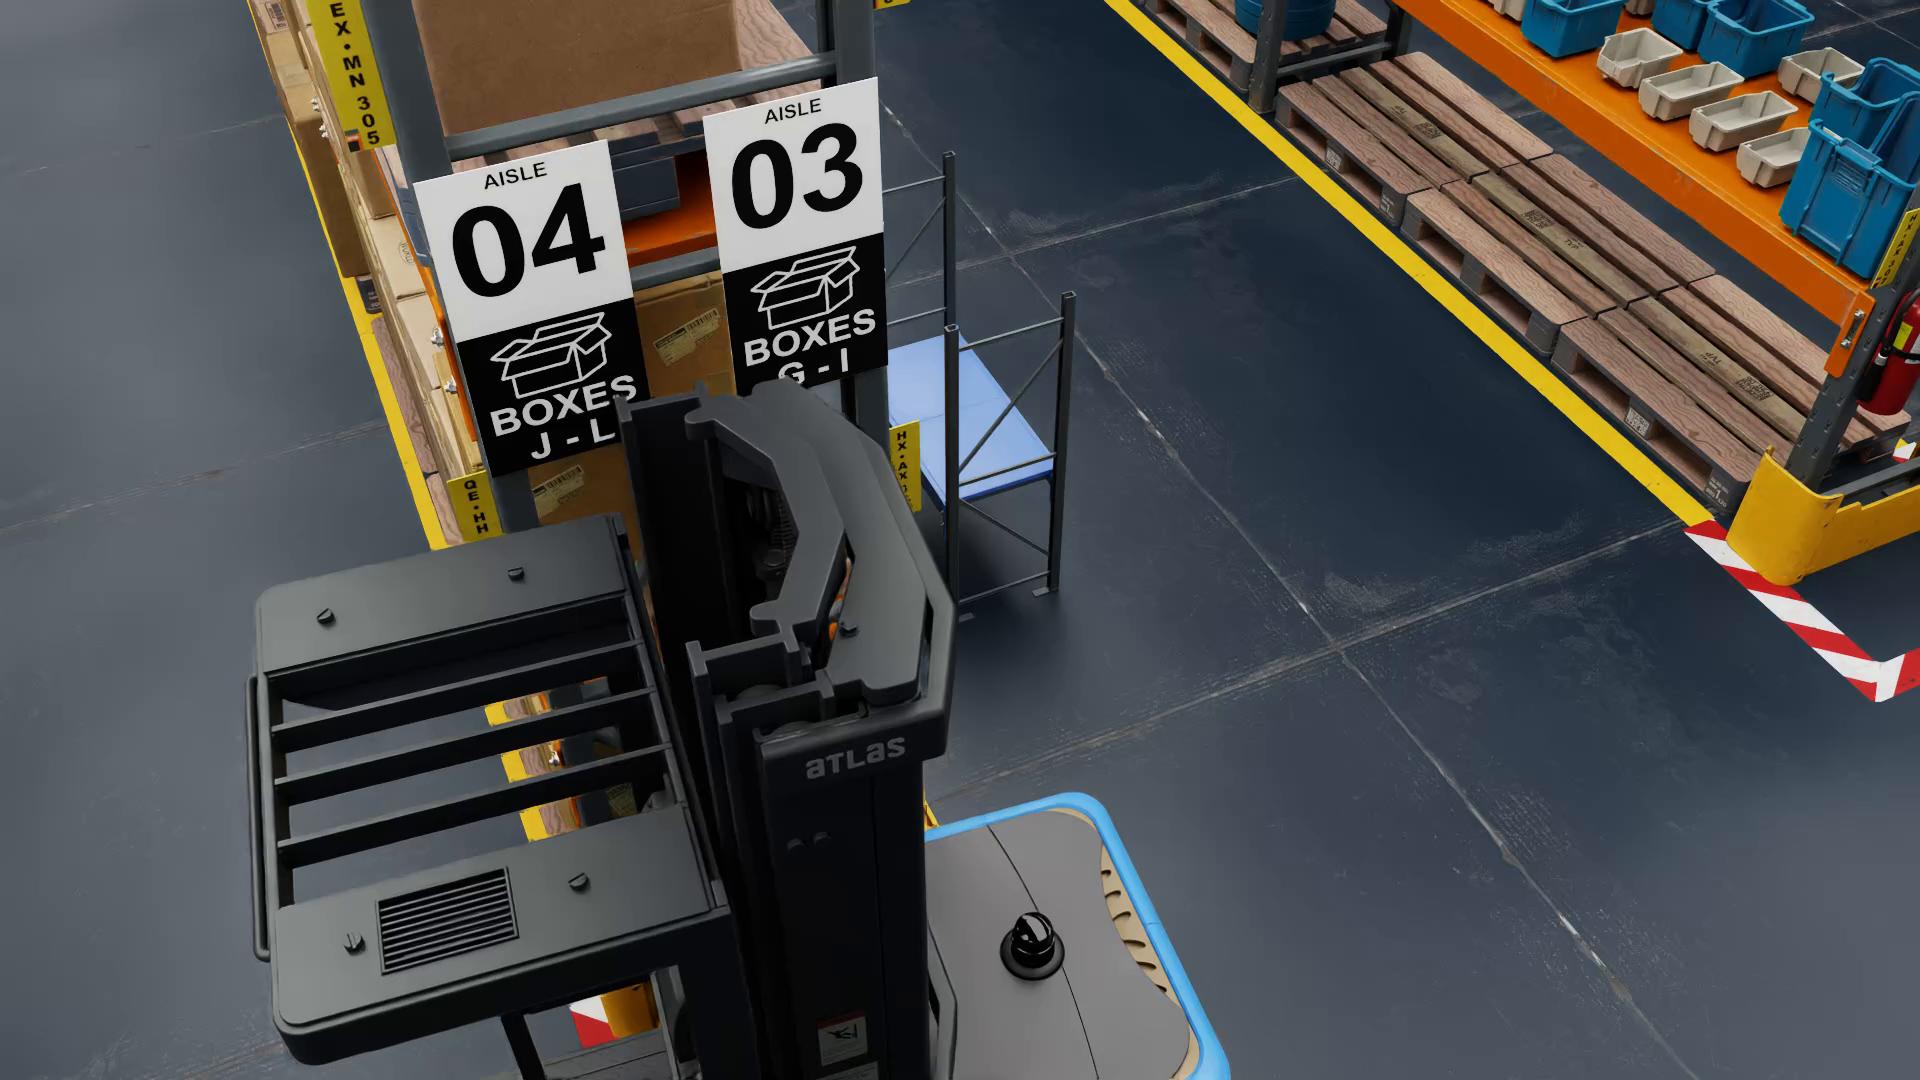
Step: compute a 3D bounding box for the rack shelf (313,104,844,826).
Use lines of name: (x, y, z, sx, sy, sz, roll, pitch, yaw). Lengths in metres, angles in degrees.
rack shelf: (-1.501, -0.709, 6.214, 1.077, 0.370, 4.000, -18, 47, -17)

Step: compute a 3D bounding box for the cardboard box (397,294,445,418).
cardboard box: (-1.531, -0.621, 5.507, 0.500, 0.250, 0.500, -20, 48, -19)

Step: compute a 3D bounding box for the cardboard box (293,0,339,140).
cardboard box: (-2.172, -1.862, 6.231, 0.500, 0.500, 0.500, -18, 47, -17)

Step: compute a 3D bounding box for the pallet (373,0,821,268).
pallet: (-0.981, -1.196, 4.123, 1.003, 0.211, 1.213, -18, 47, -17)

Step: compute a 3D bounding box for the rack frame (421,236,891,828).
rack frame: (-0.660, 0.310, 4.669, 1.000, 3.000, 0.127, -18, 47, -17)

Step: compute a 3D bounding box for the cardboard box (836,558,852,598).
cardboard box: (-0.510, 0.076, 5.085, 0.380, 0.149, 0.250, -18, 47, -17)

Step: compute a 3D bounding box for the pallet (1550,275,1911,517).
pallet: (3.523, -0.697, 7.675, 1.003, 0.211, 1.213, -18, 47, -17)

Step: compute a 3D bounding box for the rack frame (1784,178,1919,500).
rack frame: (3.834, -1.153, 6.152, 1.000, 3.000, 0.127, -18, 47, -17)

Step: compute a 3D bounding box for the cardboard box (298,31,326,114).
cardboard box: (-2.382, -1.915, 6.819, 0.500, 0.250, 0.500, -19, 48, -18)

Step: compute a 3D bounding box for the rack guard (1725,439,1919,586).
rack guard: (3.856, -0.252, 7.018, 1.175, 0.500, 0.348, -18, 47, -17)

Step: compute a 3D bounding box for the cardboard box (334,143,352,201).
cardboard box: (-2.297, -1.528, 6.711, 0.380, 0.149, 0.250, -17, 47, -16)

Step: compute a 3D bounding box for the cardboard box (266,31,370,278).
cardboard box: (-2.629, -2.034, 8.259, 1.225, 0.875, 0.875, -18, 47, -17)

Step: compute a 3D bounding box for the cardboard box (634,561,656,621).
cardboard box: (-1.104, 0.027, 4.851, 0.500, 0.250, 0.500, -19, 48, -18)

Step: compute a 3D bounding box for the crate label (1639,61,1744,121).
crate label: (3.079, -1.906, 7.060, 0.396, 0.136, 0.243, -18, 47, -17)

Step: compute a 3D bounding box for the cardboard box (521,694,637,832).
cardboard box: (-1.001, 0.532, 5.657, 0.875, 0.875, 0.875, -18, 47, -17)

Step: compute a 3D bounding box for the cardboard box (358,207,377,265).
cardboard box: (-2.077, -1.198, 6.376, 0.380, 0.149, 0.250, -19, 48, -18)

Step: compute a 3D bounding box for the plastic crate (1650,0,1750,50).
plastic crate: (3.349, -2.400, 7.492, 0.416, 0.233, 0.300, -18, 47, -17)

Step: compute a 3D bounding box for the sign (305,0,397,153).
sign: (-1.158, -0.894, 3.179, 0.100, 0.325, 0.005, -18, 47, -17)

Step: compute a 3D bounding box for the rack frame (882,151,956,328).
rack frame: (-0.250, -0.912, 6.975, 0.500, 1.500, 0.032, -18, 47, -17)

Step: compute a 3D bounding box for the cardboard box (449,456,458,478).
cardboard box: (-1.428, -0.216, 5.381, 0.380, 0.149, 0.250, -17, 47, -17)

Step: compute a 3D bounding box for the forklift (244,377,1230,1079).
forklift: (-0.866, 1.091, 3.926, 3.031, 2.935, 1.130, -13, 46, -13)

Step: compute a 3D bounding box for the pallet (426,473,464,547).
pallet: (-1.576, 0.040, 6.928, 1.003, 0.211, 1.213, -18, 47, -17)

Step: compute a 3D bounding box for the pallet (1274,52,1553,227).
pallet: (2.497, -2.252, 9.251, 1.003, 0.211, 1.213, -18, 47, -17)

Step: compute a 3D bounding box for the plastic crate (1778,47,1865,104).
plastic crate: (3.684, -1.996, 7.151, 0.250, 0.136, 0.298, -18, 47, -17)

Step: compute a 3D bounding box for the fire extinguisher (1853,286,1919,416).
fire extinguisher: (3.485, -0.762, 6.076, 0.296, 0.674, 0.183, -18, 47, -17)

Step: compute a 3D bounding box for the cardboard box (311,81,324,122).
cardboard box: (-2.519, -1.863, 7.050, 0.380, 0.149, 0.250, -18, 47, -17)

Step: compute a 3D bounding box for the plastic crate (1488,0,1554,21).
plastic crate: (2.627, -2.654, 7.714, 0.437, 0.282, 0.530, -18, 47, -17)

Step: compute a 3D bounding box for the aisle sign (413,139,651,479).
aisle sign: (-0.902, -0.481, 3.620, 0.394, 0.787, 0.004, -18, 47, -17)

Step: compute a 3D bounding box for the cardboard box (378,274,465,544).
cardboard box: (-1.758, -0.615, 6.820, 0.875, 0.875, 0.875, -18, 47, -17)

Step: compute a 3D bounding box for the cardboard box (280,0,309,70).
cardboard box: (-2.786, -2.492, 7.438, 0.500, 0.500, 0.500, -18, 47, -17)

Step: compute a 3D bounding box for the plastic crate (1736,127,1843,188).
plastic crate: (3.327, -1.547, 6.696, 0.396, 0.136, 0.243, -18, 47, -17)

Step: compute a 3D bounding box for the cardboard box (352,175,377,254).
cardboard box: (-1.954, -1.268, 6.163, 0.500, 0.250, 0.500, -17, 47, -16)

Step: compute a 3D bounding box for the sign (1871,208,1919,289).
sign: (3.342, -1.038, 5.919, 0.100, 0.325, 0.005, -18, 47, -17)

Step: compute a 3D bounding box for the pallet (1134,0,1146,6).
pallet: (1.349, -3.992, 11.014, 1.003, 0.211, 1.213, -18, 47, -17)

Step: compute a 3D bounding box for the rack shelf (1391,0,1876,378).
rack shelf: (2.993, -2.171, 7.696, 1.077, 0.370, 4.000, -18, 47, -17)

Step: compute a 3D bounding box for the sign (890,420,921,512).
sign: (-0.154, -0.187, 4.500, 0.100, 0.325, 0.005, -18, 47, -17)

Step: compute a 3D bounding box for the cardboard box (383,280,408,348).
cardboard box: (-1.862, -0.870, 6.044, 0.380, 0.149, 0.250, -19, 48, -19)

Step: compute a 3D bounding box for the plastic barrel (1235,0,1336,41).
plastic barrel: (1.939, -3.456, 9.681, 0.600, 0.901, 0.708, -18, 47, -17)

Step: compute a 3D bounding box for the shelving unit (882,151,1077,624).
shelving unit: (-0.036, -0.588, 6.647, 0.538, 1.500, 1.048, -18, 47, -17)

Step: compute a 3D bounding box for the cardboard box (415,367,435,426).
cardboard box: (-1.648, -0.546, 5.715, 0.380, 0.149, 0.250, -18, 47, -17)

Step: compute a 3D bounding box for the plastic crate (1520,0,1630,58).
plastic crate: (2.738, -2.348, 7.439, 0.416, 0.233, 0.300, -18, 47, -17)

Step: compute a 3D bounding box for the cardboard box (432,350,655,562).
cardboard box: (-1.103, -0.242, 4.590, 0.500, 0.500, 0.500, -17, 47, -17)
